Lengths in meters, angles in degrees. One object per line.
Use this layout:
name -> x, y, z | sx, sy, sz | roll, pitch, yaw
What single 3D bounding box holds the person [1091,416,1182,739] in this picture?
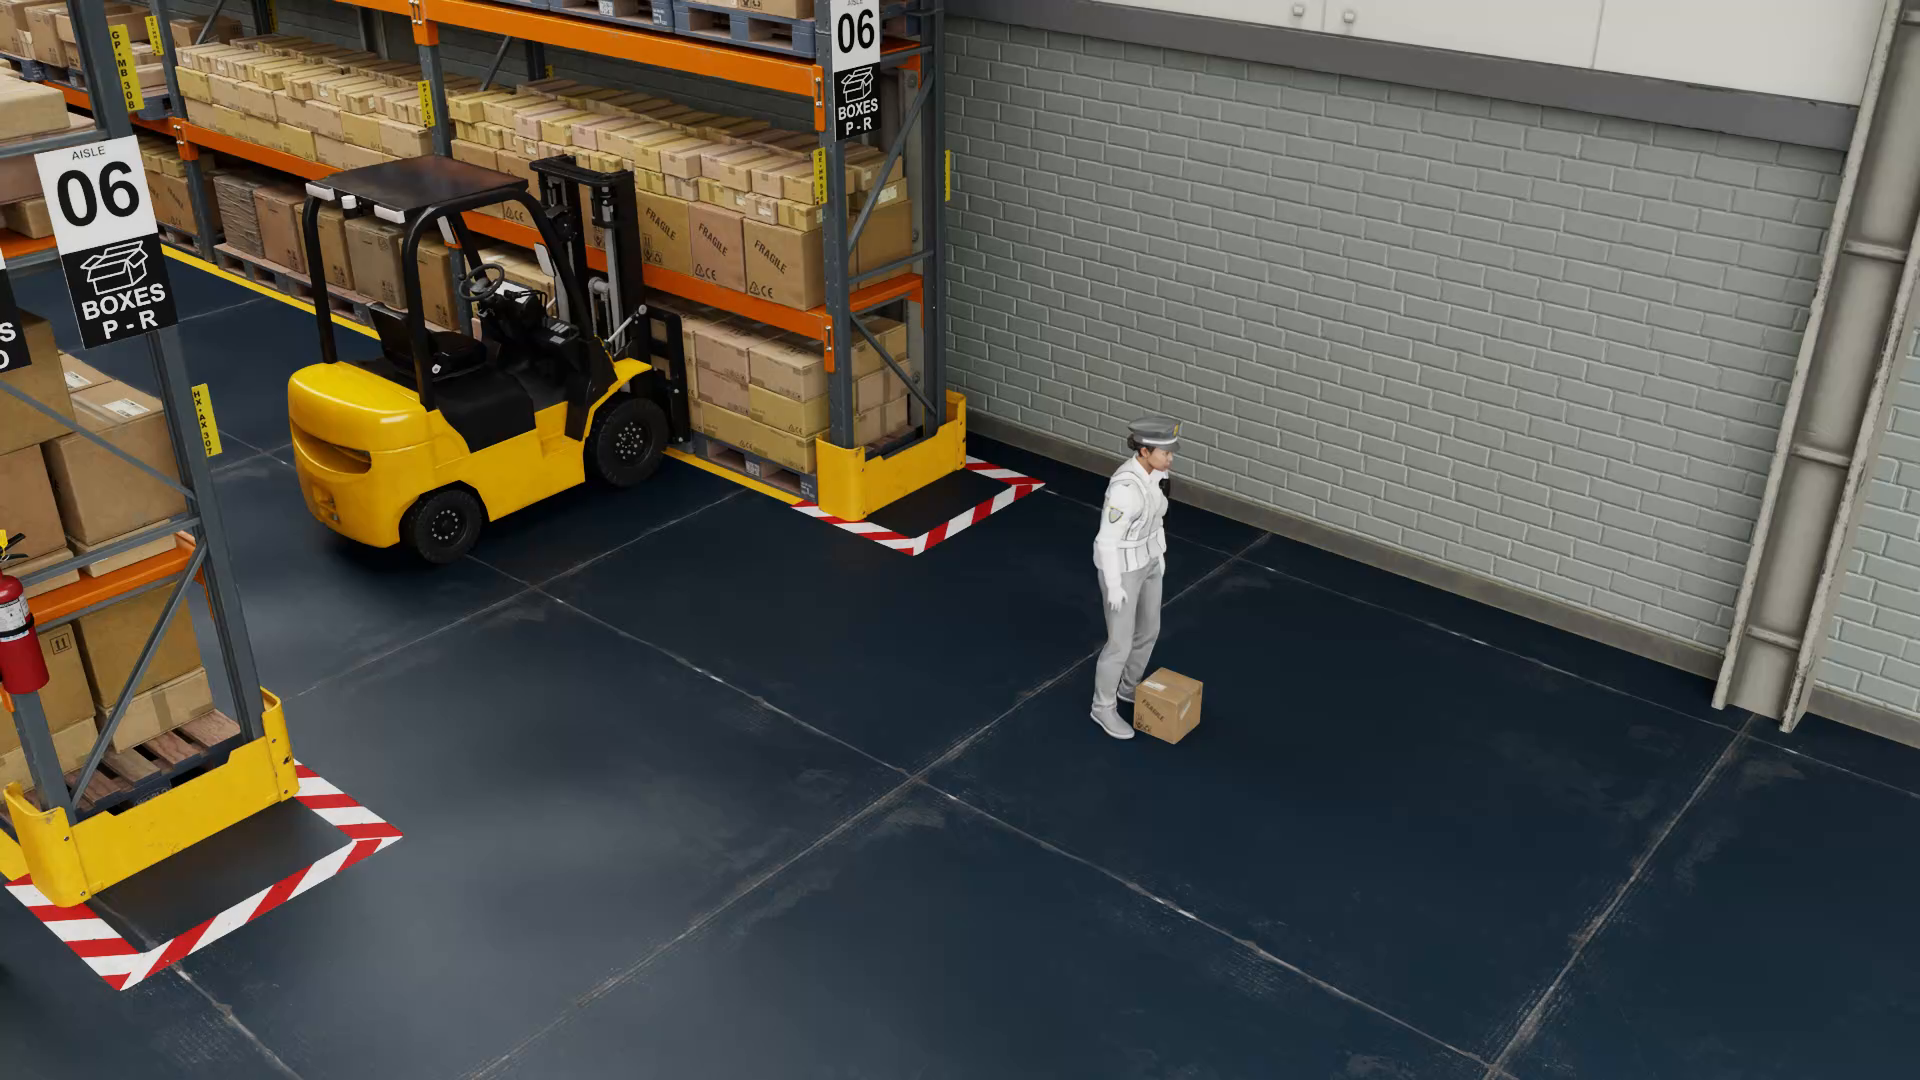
person -> 0.874, 0.152, 8.326 | 0.373, 1.662, 0.535 | 19, 33, 32
